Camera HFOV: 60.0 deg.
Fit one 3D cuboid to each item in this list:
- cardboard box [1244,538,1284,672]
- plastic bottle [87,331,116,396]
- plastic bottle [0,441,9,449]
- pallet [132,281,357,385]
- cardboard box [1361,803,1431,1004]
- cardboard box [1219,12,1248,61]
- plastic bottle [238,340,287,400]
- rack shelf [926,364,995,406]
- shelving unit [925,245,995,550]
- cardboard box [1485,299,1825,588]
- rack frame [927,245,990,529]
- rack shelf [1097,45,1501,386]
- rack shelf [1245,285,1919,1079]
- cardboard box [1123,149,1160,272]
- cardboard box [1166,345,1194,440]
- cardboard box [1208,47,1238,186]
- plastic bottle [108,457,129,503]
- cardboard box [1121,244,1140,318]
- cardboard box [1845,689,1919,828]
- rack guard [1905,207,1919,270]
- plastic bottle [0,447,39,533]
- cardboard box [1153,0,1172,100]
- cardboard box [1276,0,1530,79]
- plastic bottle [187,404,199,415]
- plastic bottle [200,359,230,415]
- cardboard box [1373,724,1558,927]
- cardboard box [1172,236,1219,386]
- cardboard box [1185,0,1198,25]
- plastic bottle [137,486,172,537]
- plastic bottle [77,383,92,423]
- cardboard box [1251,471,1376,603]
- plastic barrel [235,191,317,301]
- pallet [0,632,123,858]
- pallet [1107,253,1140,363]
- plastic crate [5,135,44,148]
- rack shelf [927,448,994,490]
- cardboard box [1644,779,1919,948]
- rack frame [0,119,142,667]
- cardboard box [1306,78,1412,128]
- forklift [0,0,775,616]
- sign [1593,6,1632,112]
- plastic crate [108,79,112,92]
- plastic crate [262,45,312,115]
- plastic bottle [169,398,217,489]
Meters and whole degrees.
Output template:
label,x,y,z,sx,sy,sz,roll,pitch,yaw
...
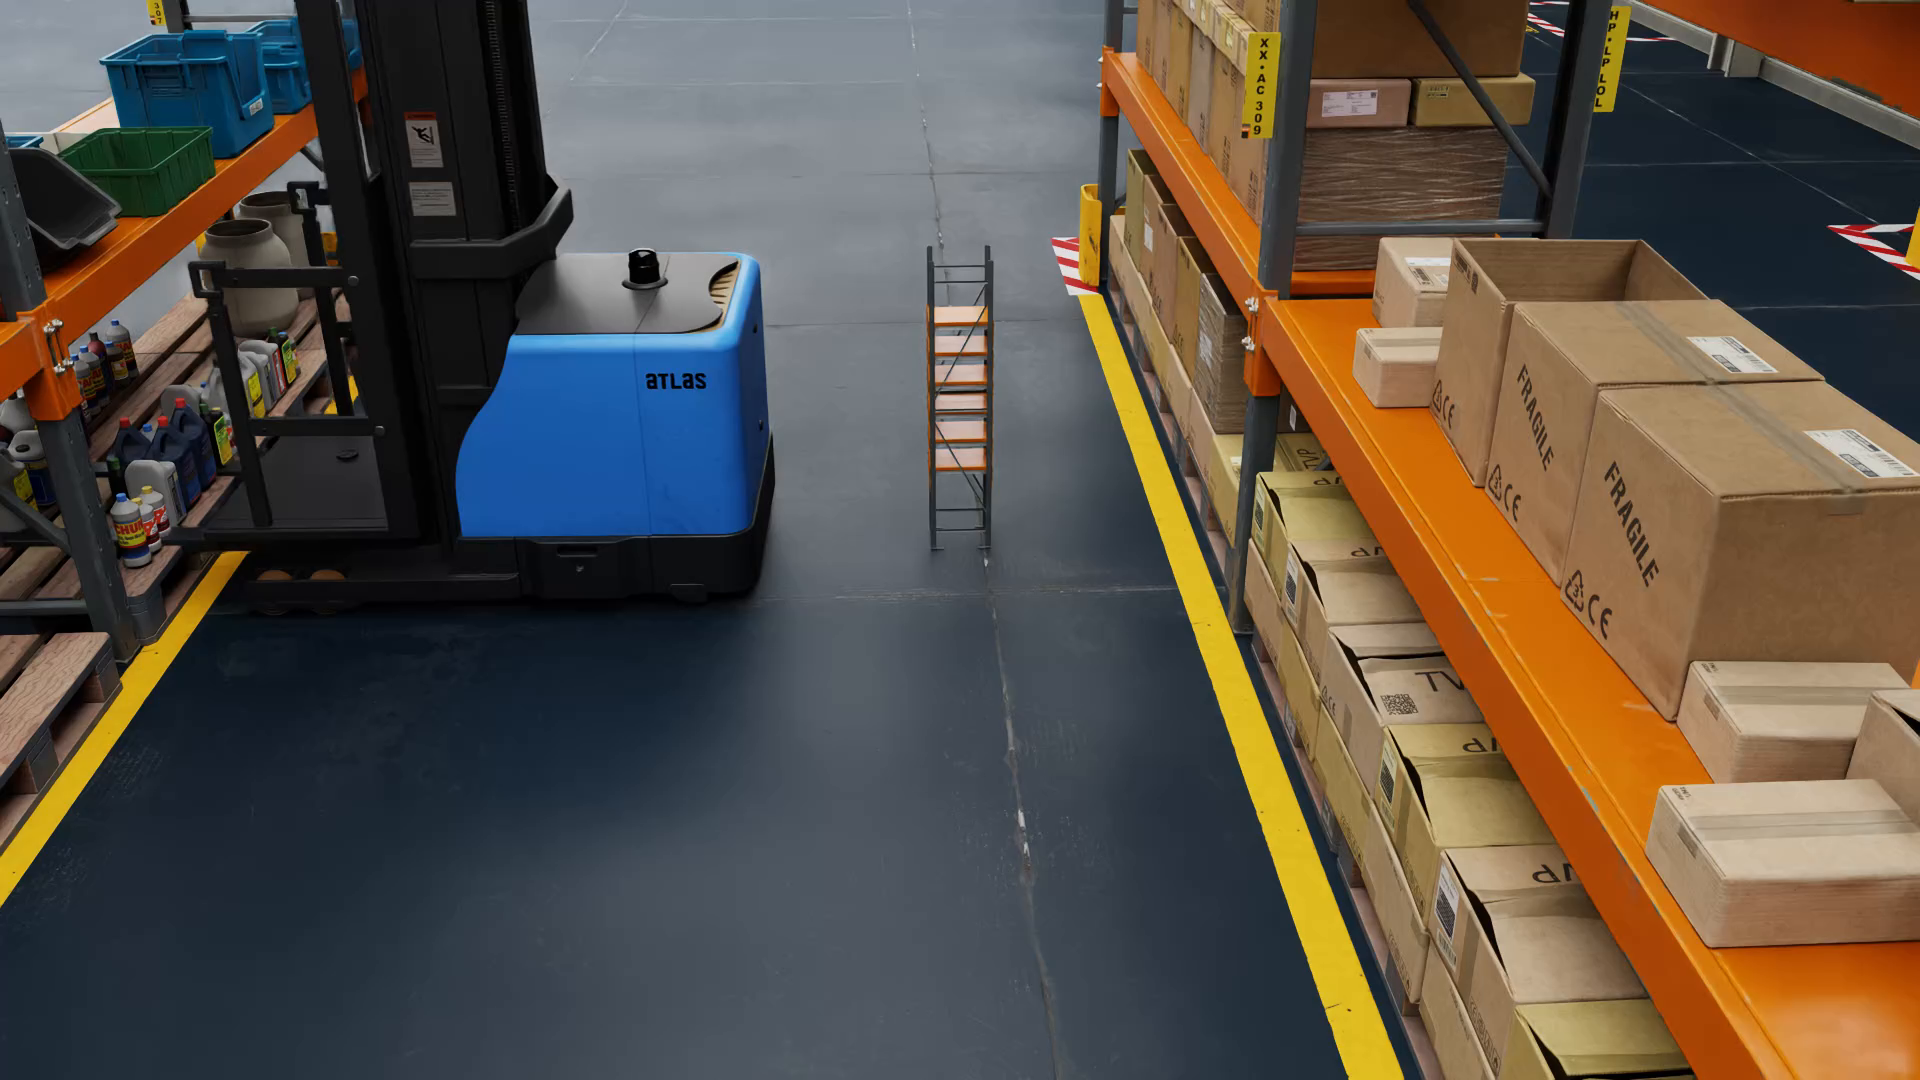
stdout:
label,x,y,z,sx,sy,sz,roll,pitch,yaw
cardboard box,1.270,0.207,5.628,0.500,0.250,0.500,-2,28,-4
plastic bottle,-3.882,-0.788,7.479,0.061,0.283,0.133,-1,28,-2
plastic bottle,-3.781,-0.300,6.469,0.144,0.351,0.185,-3,28,-5
pallet,-3.571,-1.102,8.634,1.003,0.211,1.213,-1,28,-3
cardboard box,1.351,0.918,4.266,0.500,0.250,0.500,-1,28,-2
cardboard box,1.217,-1.940,6.417,0.380,0.149,0.250,-2,28,-3
plastic bottle,-3.139,-0.780,7.471,0.152,0.276,0.135,-1,28,-2
rack shelf,-0.001,-0.606,6.450,0.258,0.103,0.180,-1,28,-3
shelving unit,-0.001,-0.539,6.485,0.258,1.200,0.189,-1,28,-3
cardboard box,1.574,-0.232,3.844,0.500,0.500,0.500,-1,28,-3
rack frame,-0.006,-0.581,6.566,0.240,1.200,0.006,-1,28,-3
rack shelf,1.392,-1.622,7.395,1.077,0.370,4.000,-1,28,-3
rack shelf,1.601,0.225,3.853,1.077,0.370,4.000,-1,28,-3
cardboard box,1.122,-1.681,8.437,0.500,0.500,0.500,-1,28,-3
cardboard box,1.197,-0.655,7.282,0.500,0.250,0.500,-1,28,-3
cardboard box,1.411,-1.742,6.738,0.700,0.500,0.500,-1,28,-2
plastic bottle,-3.179,-0.194,6.340,0.061,0.283,0.133,-1,28,-3
cardboard box,1.124,-1.348,8.611,0.500,0.250,0.500,-1,28,-3
cardboard box,1.852,0.451,2.738,0.500,0.311,0.500,-2,28,-3
rack guard,6.239,-1.843,9.743,1.175,0.500,0.348,-1,28,-3
plastic bottle,-3.627,-0.214,6.306,0.144,0.351,0.185,-1,28,-3
cardboard box,1.332,-2.451,8.098,0.700,0.500,0.500,-1,28,-1
cardboard box,1.467,-1.842,5.527,0.700,0.500,0.500,-1,28,-2
plastic bottle,-3.133,-0.422,6.791,0.097,0.271,0.097,0,28,0
plastic bottle,-3.110,-0.587,7.020,0.144,0.351,0.185,-2,28,-3
cardboard box,1.351,0.673,4.128,0.500,0.311,0.500,-1,28,-1
cardboard box,1.210,-0.988,7.109,0.500,0.500,0.500,-1,28,-3
cardboard box,1.173,-2.301,7.108,0.380,0.149,0.250,-1,28,-2
plastic bottle,-3.039,-0.106,6.260,0.097,0.201,0.097,0,28,0
plastic bottle,-3.847,-0.606,7.219,0.097,0.201,0.097,0,28,0
cardboard box,1.270,-0.037,5.489,0.500,0.311,0.500,-1,28,-2
plastic barrel,-3.548,-1.528,8.673,0.421,0.512,0.421,0,28,0
pallet,-3.370,0.698,5.183,1.003,0.211,1.213,-1,28,-3
pallet,1.370,-1.277,8.969,1.003,0.211,1.213,-1,28,-3
plastic crate,-3.779,-1.339,6.234,0.499,0.251,0.616,-1,28,-3
rack shelf,-0.001,-0.286,6.617,0.258,0.103,0.180,-1,28,-3
cardboard box,1.383,0.532,2.758,0.380,0.149,0.250,-1,28,-3
rack frame,-3.450,-0.900,5.232,1.000,3.000,0.127,-1,28,-3
cardboard box,1.269,-1.470,5.516,0.380,0.149,0.250,-1,28,-3
forklift,-2.289,-1.266,6.007,3.031,2.935,1.130,-1,28,-1
sign,2.038,-1.514,5.242,0.100,0.325,0.005,-1,28,-3
plastic crate,-3.933,-2.209,8.027,0.298,0.136,0.250,-1,28,-3
plastic crate,-3.306,-2.157,7.803,0.499,0.251,0.408,-1,28,-3
plastic bottle,-3.088,-0.390,6.644,0.144,0.351,0.185,-3,28,-5
